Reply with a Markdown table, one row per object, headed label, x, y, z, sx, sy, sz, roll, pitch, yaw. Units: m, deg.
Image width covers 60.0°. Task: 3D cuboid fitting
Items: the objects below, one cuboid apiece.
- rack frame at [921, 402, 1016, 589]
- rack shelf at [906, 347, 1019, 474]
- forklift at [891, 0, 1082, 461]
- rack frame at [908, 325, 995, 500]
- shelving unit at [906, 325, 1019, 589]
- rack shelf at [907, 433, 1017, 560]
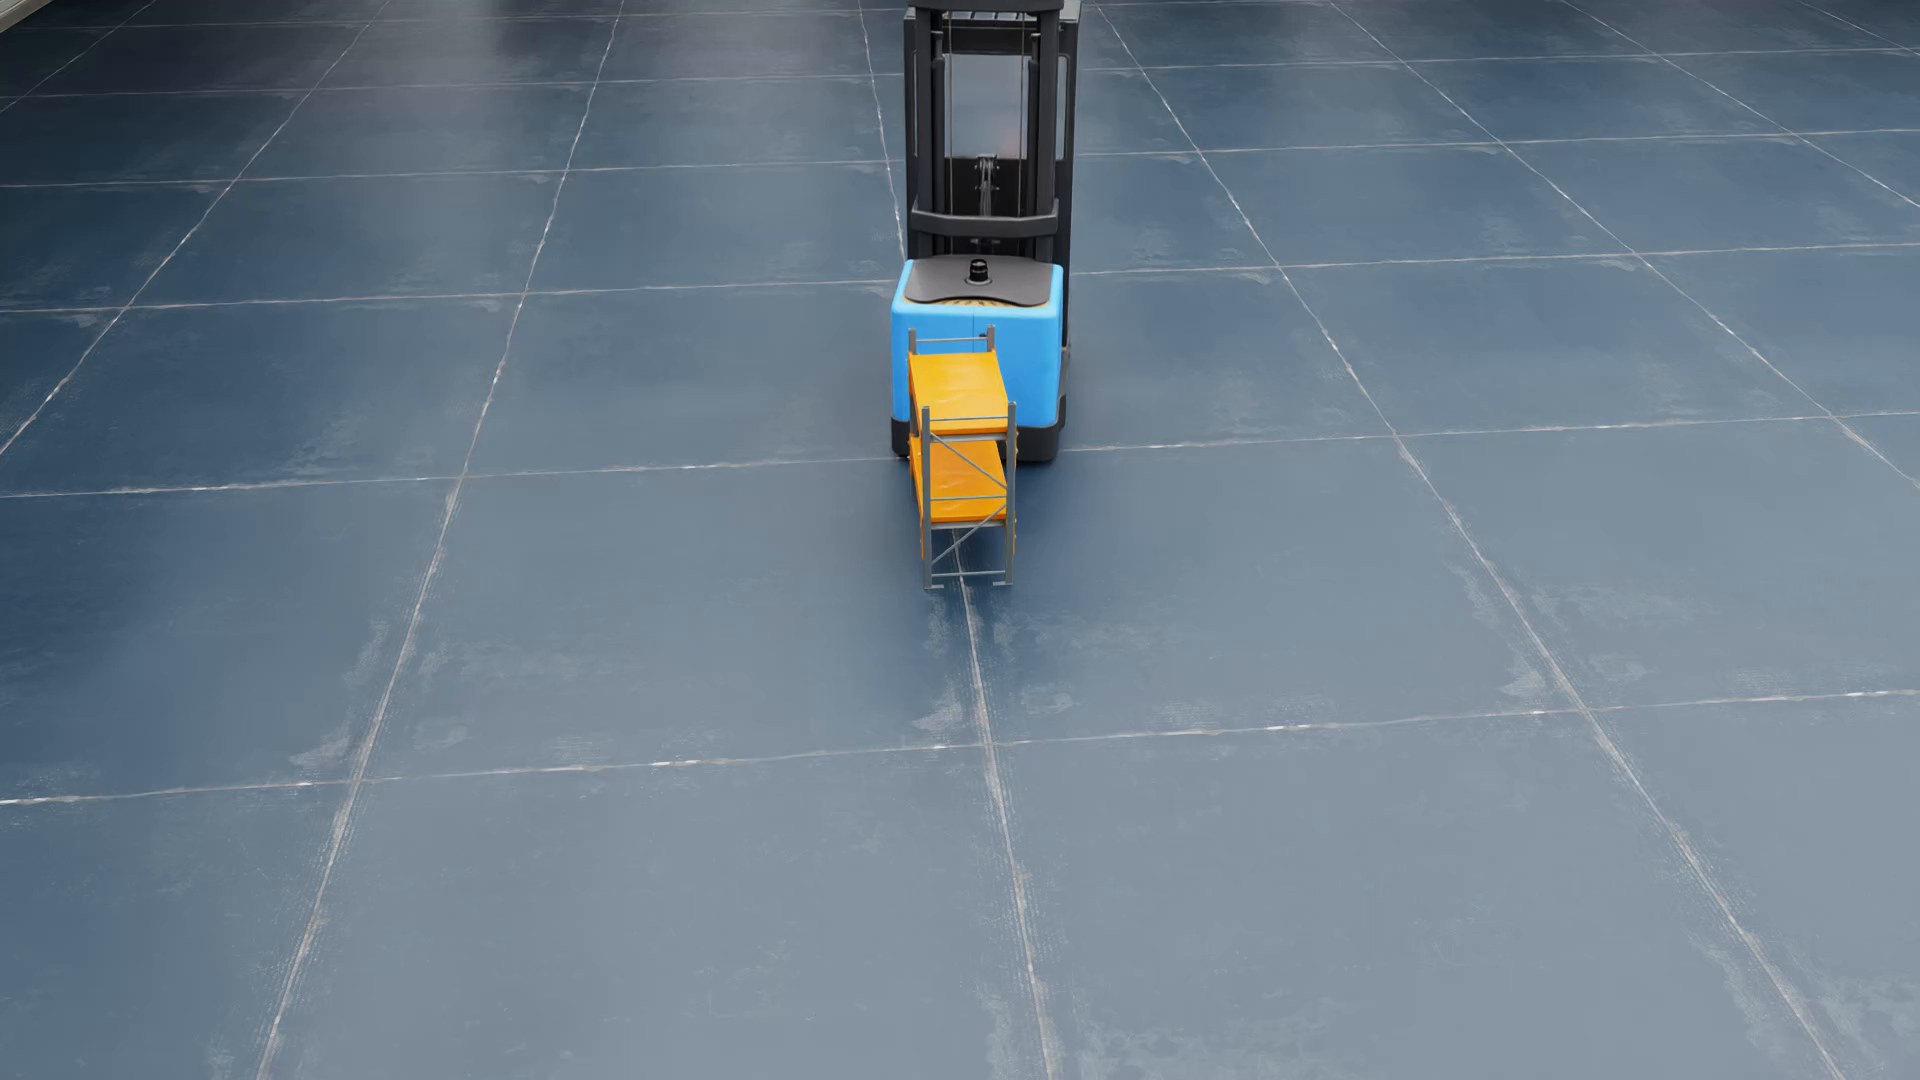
| label | x | y | z | sx | sy | sz | roll | pitch | yaw |
| --- | --- | --- | --- | --- | --- | --- | --- | --- | --- |
| rack frame | 0.047 | -0.227 | 9.033 | 0.500 | 1.125 | 0.032 | -3 | 31 | -5 |
| rack shelf | -0.001 | -0.738 | 9.317 | 0.538 | 0.278 | 1.000 | -3 | 31 | -5 |
| forklift | 0.214 | -2.483 | 11.048 | 1.130 | 2.935 | 3.031 | 3 | 31 | 4 |
| rack frame | -0.048 | -0.746 | 9.902 | 0.500 | 1.125 | 0.032 | -3 | 31 | -5 |
| shelving unit | -0.001 | -0.486 | 9.467 | 0.538 | 1.125 | 1.048 | -3 | 31 | -5 |
| rack shelf | -0.001 | -0.276 | 9.593 | 0.538 | 0.278 | 1.000 | -3 | 31 | -5 |
